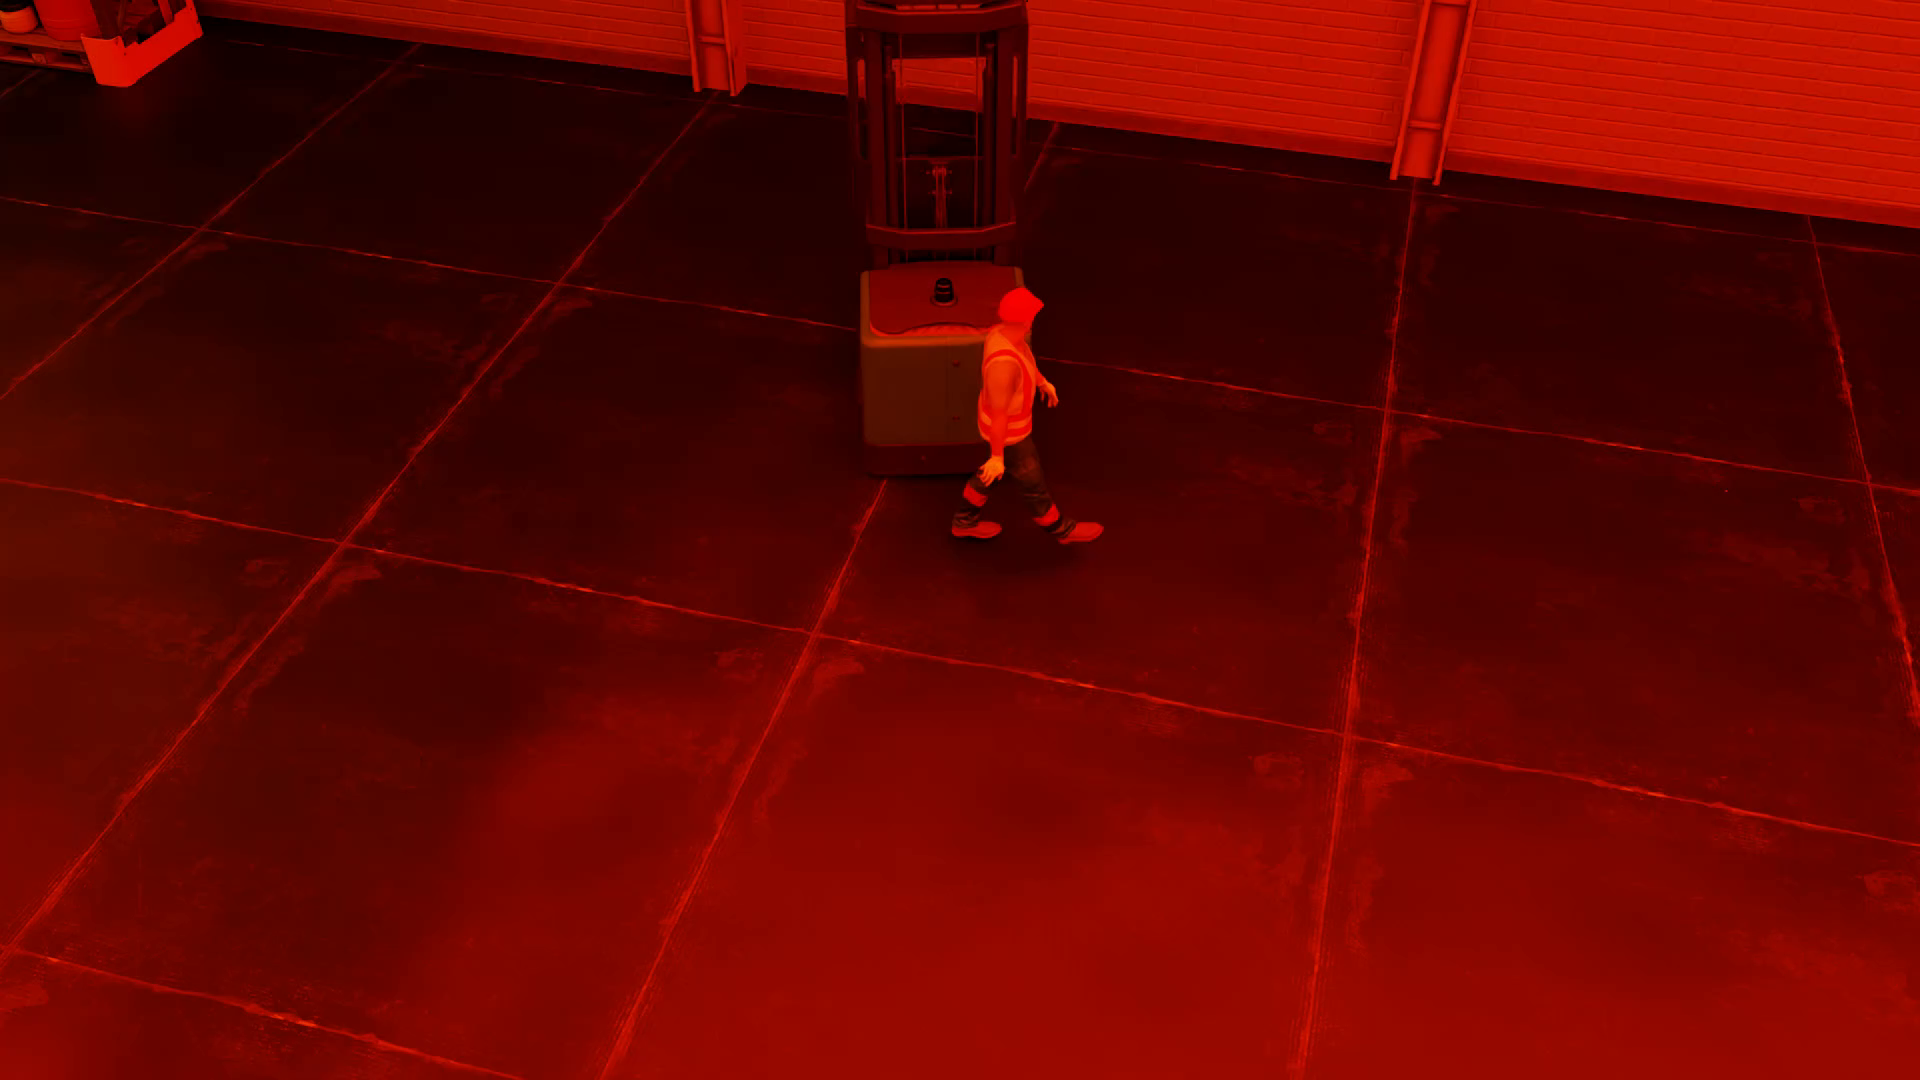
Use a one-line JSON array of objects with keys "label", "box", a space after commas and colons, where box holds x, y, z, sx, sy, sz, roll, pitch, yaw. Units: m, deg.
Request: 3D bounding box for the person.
[{"label": "person", "box": [0.399, -0.649, 9.449, 0.898, 1.737, 0.743, -1, 41, -2]}]

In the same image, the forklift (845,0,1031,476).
[{"label": "forklift", "box": [-0.149, -2.461, 10.669, 1.130, 2.935, 3.031, -2, 41, -2]}]
